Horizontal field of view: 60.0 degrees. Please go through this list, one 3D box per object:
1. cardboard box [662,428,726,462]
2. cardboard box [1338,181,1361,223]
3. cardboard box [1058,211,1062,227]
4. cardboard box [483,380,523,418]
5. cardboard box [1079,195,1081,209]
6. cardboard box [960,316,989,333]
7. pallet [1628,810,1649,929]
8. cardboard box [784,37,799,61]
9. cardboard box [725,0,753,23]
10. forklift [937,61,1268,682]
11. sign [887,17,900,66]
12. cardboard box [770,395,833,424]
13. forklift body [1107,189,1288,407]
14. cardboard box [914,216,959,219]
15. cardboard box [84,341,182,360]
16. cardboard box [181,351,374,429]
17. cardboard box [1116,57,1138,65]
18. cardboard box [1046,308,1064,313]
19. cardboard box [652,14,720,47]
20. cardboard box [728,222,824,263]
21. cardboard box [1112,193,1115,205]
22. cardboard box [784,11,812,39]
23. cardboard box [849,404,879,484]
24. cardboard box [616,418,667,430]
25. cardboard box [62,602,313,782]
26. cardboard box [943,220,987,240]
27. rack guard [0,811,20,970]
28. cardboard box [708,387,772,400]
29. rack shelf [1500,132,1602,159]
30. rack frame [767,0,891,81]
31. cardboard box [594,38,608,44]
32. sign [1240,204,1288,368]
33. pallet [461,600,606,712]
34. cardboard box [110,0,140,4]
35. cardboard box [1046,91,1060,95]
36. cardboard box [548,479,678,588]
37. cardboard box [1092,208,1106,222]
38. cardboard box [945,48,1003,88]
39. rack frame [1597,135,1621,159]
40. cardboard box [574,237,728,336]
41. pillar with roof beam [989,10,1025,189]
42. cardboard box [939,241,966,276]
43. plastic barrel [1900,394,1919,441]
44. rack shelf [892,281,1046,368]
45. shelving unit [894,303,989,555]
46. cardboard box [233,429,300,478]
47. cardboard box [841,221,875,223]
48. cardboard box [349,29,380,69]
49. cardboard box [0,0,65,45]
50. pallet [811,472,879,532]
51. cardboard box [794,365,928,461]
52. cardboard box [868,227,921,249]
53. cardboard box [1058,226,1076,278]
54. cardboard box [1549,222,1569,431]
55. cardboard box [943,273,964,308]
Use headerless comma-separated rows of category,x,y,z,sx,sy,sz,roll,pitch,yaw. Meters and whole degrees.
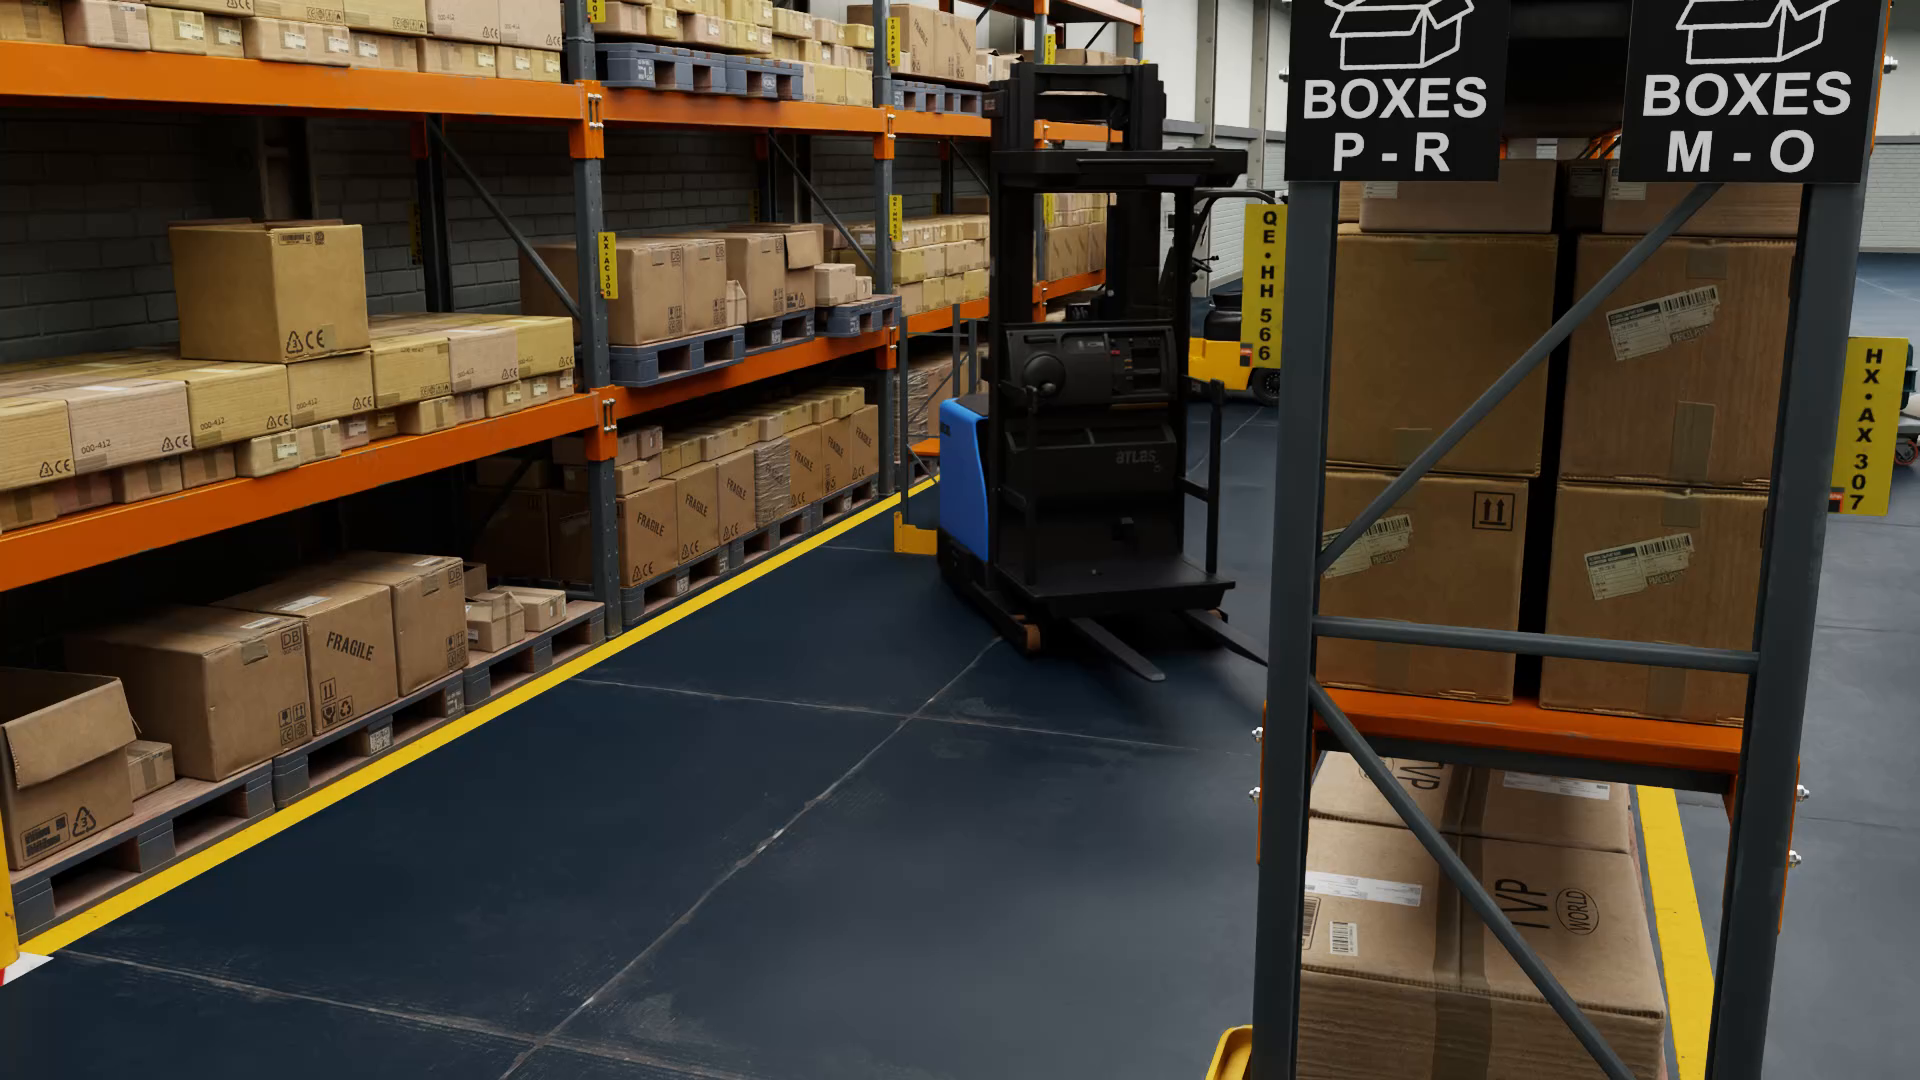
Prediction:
cardboard box,-1.628,-0.571,9.967,0.380,0.149,0.250,4,14,18
cardboard box,1.117,-0.845,4.018,0.380,0.149,0.250,4,14,18
cardboard box,0.804,-3.194,16.560,0.380,0.149,0.250,4,14,18
cardboard box,-2.266,-0.665,7.724,0.380,0.149,0.250,5,14,20
cardboard box,1.037,-3.503,17.242,0.380,0.149,0.250,4,14,18
cardboard box,0.288,-2.139,16.607,0.500,0.250,0.500,5,14,20
pallet,1.708,1.143,5.506,1.003,0.211,1.213,4,14,18
cardboard box,-1.248,-3.108,10.565,0.380,0.149,0.250,4,14,19
cardboard box,-1.413,-3.031,9.515,0.380,0.149,0.250,4,14,19
forklift,0.755,-0.938,8.511,1.130,2.935,3.031,-4,13,-15
sign,-0.470,-3.503,11.690,0.100,0.325,0.005,4,14,18
cardboard box,-1.089,-0.896,11.387,0.380,0.149,0.250,4,13,17
forklift body,2.719,-2.568,17.404,2.313,2.155,1.214,4,14,18
cardboard box,-0.223,-2.871,15.143,0.380,0.149,0.250,4,14,18
cardboard box,-3.171,-0.654,6.779,0.500,0.250,0.500,4,14,18
cardboard box,-2.700,-0.614,6.604,0.500,0.250,0.500,4,13,17
cardboard box,1.693,-5.166,18.746,0.500,0.500,0.500,5,14,20
cardboard box,0.940,-2.208,16.908,0.500,0.250,0.500,4,14,18
cardboard box,-1.535,-2.773,9.050,0.380,0.149,0.250,5,14,19
cardboard box,-1.297,-1.984,11.771,0.500,0.500,0.500,5,14,21
cardboard box,1.580,-3.820,18.634,0.380,0.149,0.250,5,14,20
cardboard box,-1.154,-3.243,10.486,0.380,0.149,0.250,4,13,17
cardboard box,-0.916,-0.709,12.028,0.500,0.500,0.500,5,14,20
cardboard box,-2.052,-0.662,10.361,0.380,0.149,0.250,5,14,19
cardboard box,-2.970,0.572,6.416,0.700,0.500,0.500,5,14,21
cardboard box,0.013,-2.614,14.019,0.380,0.149,0.250,4,13,17
rack guard,-3.546,1.059,5.223,1.175,0.500,0.348,4,14,18
cardboard box,-1.558,-0.989,11.794,0.380,0.149,0.250,5,14,20
rack shelf,5.657,-3.846,15.973,1.077,0.370,4.000,4,14,18
rack frame,-0.983,-4.752,11.587,1.000,3.000,0.127,4,14,18
cardboard box,-2.111,-2.758,8.986,0.380,0.149,0.250,4,13,17
sign,0.618,-0.509,3.341,0.100,0.325,0.005,4,14,18
pallet,-2.500,0.519,8.241,1.003,0.211,1.213,4,14,18
cardboard box,-3.024,-1.860,5.323,0.500,0.250,0.500,5,14,19
cardboard box,0.744,-4.336,15.899,0.380,0.149,0.250,5,14,20
cardboard box,-1.907,-0.057,9.171,0.500,0.500,0.500,5,14,21
cardboard box,1.367,-3.512,17.952,0.380,0.149,0.250,4,14,19
cardboard box,0.060,-4.011,14.110,0.500,0.311,0.500,4,13,16
rack frame,3.715,-1.471,10.692,1.000,3.000,0.127,4,14,18
cardboard box,-1.741,-1.434,9.360,0.700,0.500,0.500,5,14,19
pillar with roof beam,4.601,-6.045,17.251,9.100,9.000,0.400,4,14,18
cardboard box,-0.258,-2.288,13.486,0.500,0.250,0.500,4,13,17
plastic barrel,8.642,-1.071,14.731,0.421,0.421,0.512,-8,15,-30
rack shelf,-0.335,-1.898,14.179,1.077,0.370,4.000,4,14,18
shelving unit,0.025,-0.747,10.891,0.587,1.500,1.083,4,14,18
cardboard box,-2.741,-0.338,6.292,0.380,0.149,0.250,4,13,17
cardboard box,-0.775,-2.554,13.753,0.380,0.149,0.250,4,13,17
cardboard box,-2.565,-1.962,6.667,0.380,0.149,0.250,4,14,19
cardboard box,-3.089,-1.643,5.271,0.380,0.149,0.250,4,14,19
pallet,-1.260,-0.314,11.888,1.003,0.211,1.213,4,14,18
cardboard box,-0.768,-1.005,13.043,0.875,0.625,0.625,5,14,20
cardboard box,-0.516,-2.295,12.619,0.380,0.149,0.250,5,14,20
cardboard box,0.855,-2.904,16.746,0.500,0.500,0.500,5,14,19
cardboard box,1.712,-0.513,4.021,0.500,0.500,0.500,4,13,17
cardboard box,-0.280,-2.045,13.543,0.500,0.250,0.500,4,13,17
